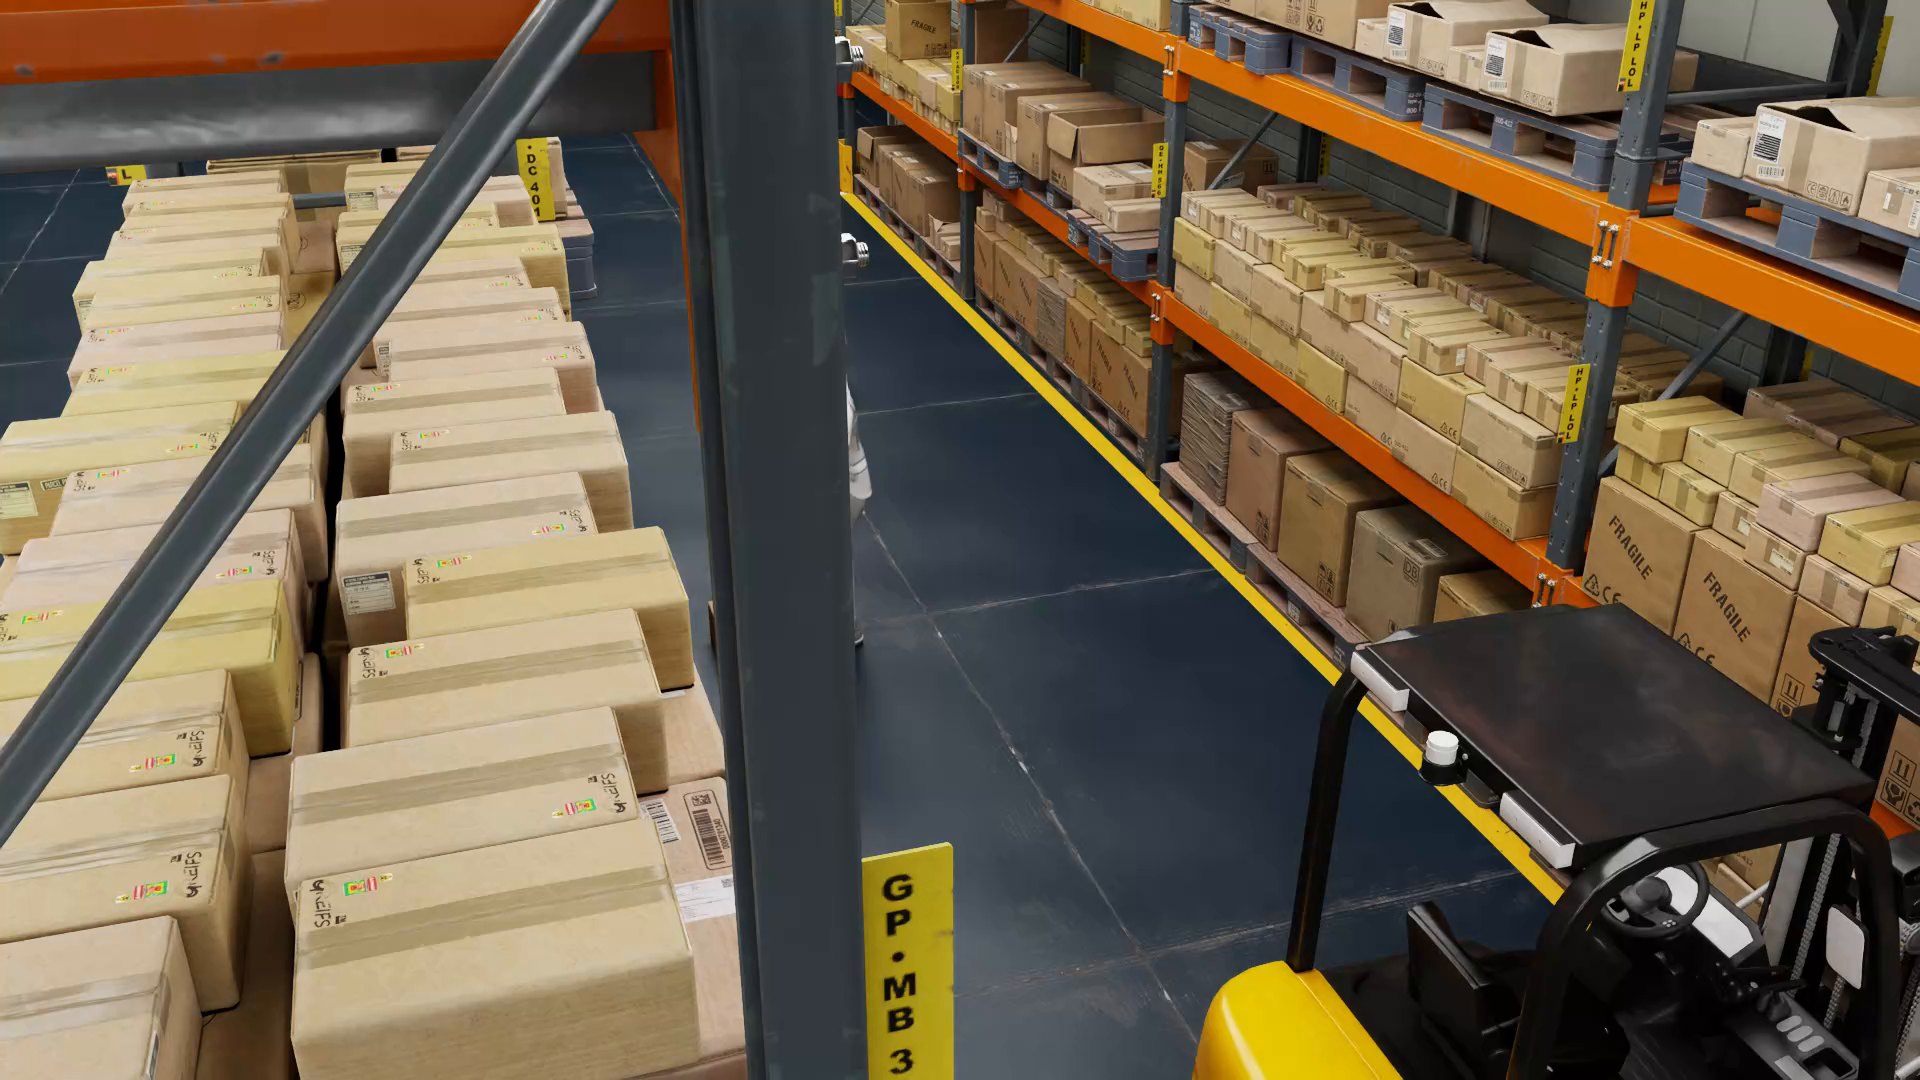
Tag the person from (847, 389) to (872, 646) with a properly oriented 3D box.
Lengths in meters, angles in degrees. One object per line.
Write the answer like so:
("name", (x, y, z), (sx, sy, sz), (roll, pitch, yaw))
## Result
("person", (-0.714, -0.231, 8.645), (0.457, 1.704, 0.553), (-7, 27, -15))
